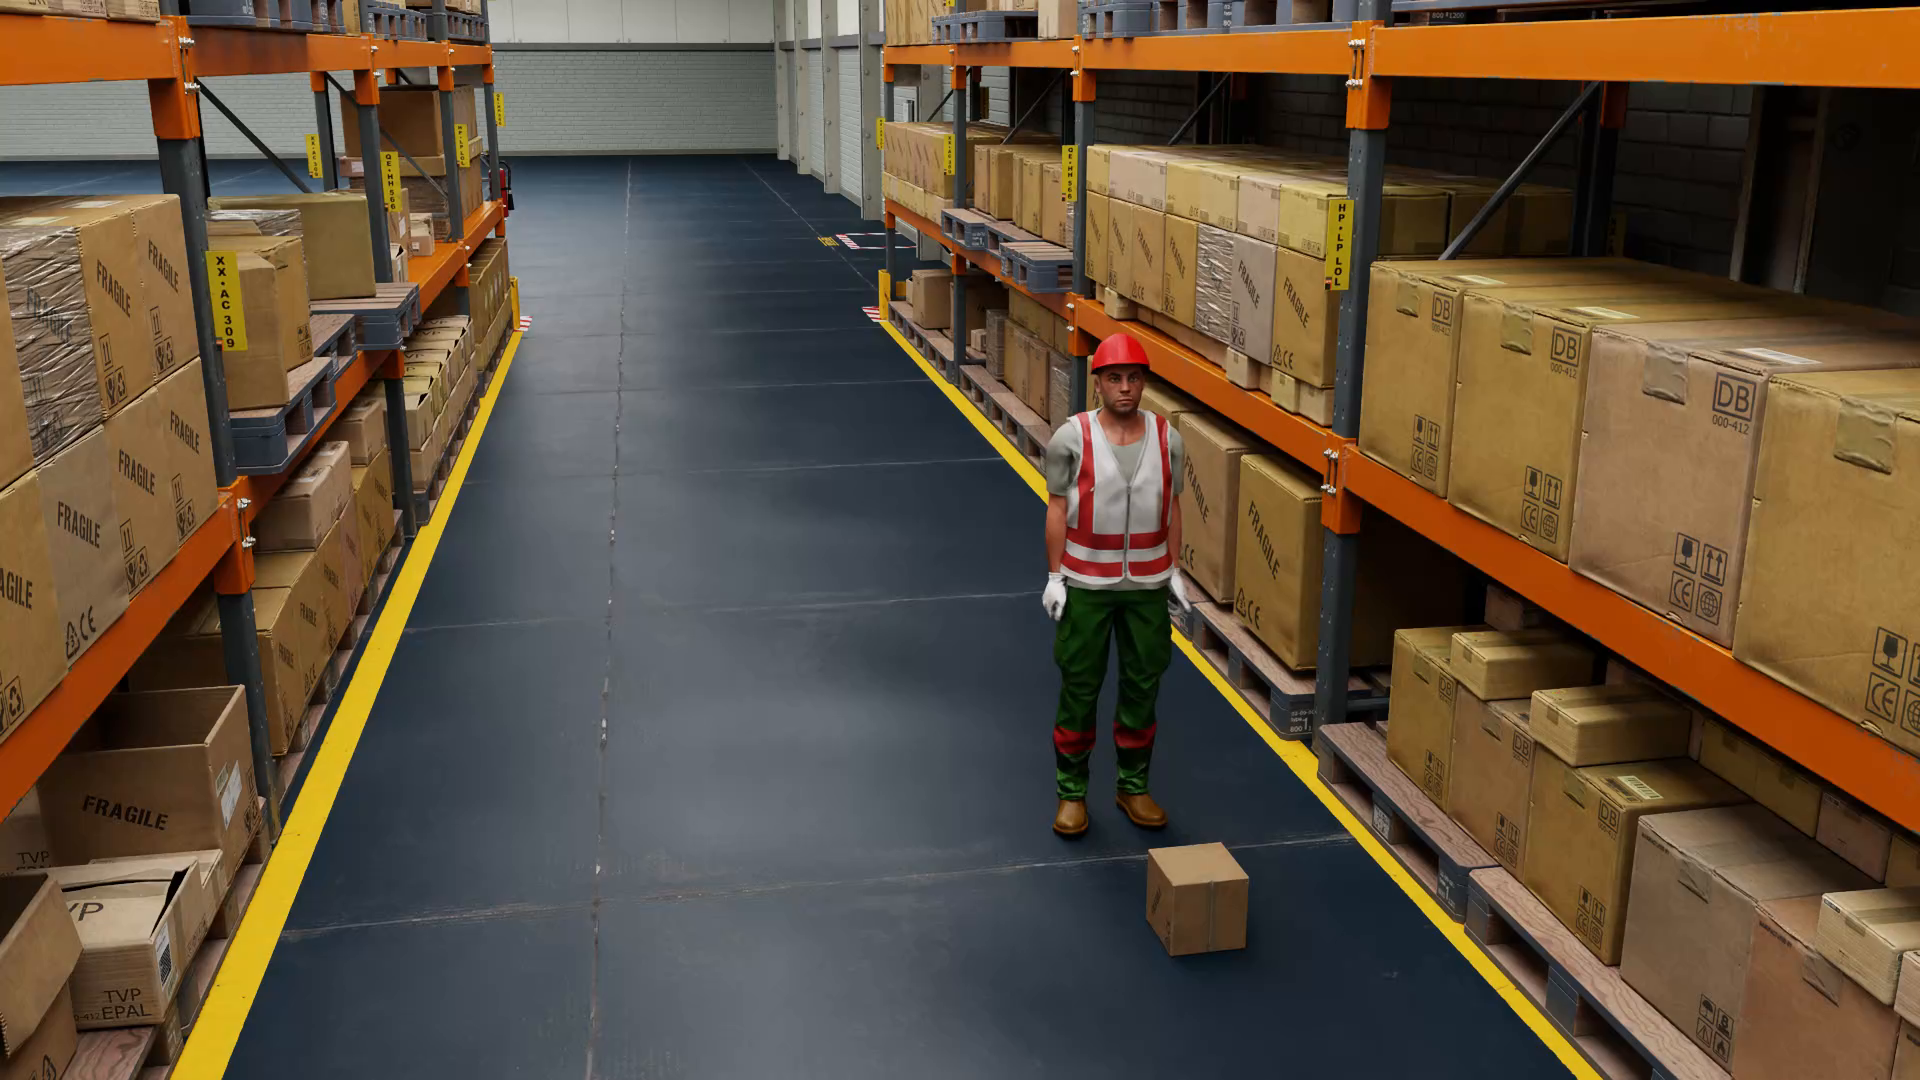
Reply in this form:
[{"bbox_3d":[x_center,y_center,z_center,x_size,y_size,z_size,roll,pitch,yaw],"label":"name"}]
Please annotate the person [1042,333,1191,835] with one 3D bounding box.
[{"bbox_3d":[0.562,0.162,5.928,0.531,1.795,0.380,-3,16,-10],"label":"person"}]
